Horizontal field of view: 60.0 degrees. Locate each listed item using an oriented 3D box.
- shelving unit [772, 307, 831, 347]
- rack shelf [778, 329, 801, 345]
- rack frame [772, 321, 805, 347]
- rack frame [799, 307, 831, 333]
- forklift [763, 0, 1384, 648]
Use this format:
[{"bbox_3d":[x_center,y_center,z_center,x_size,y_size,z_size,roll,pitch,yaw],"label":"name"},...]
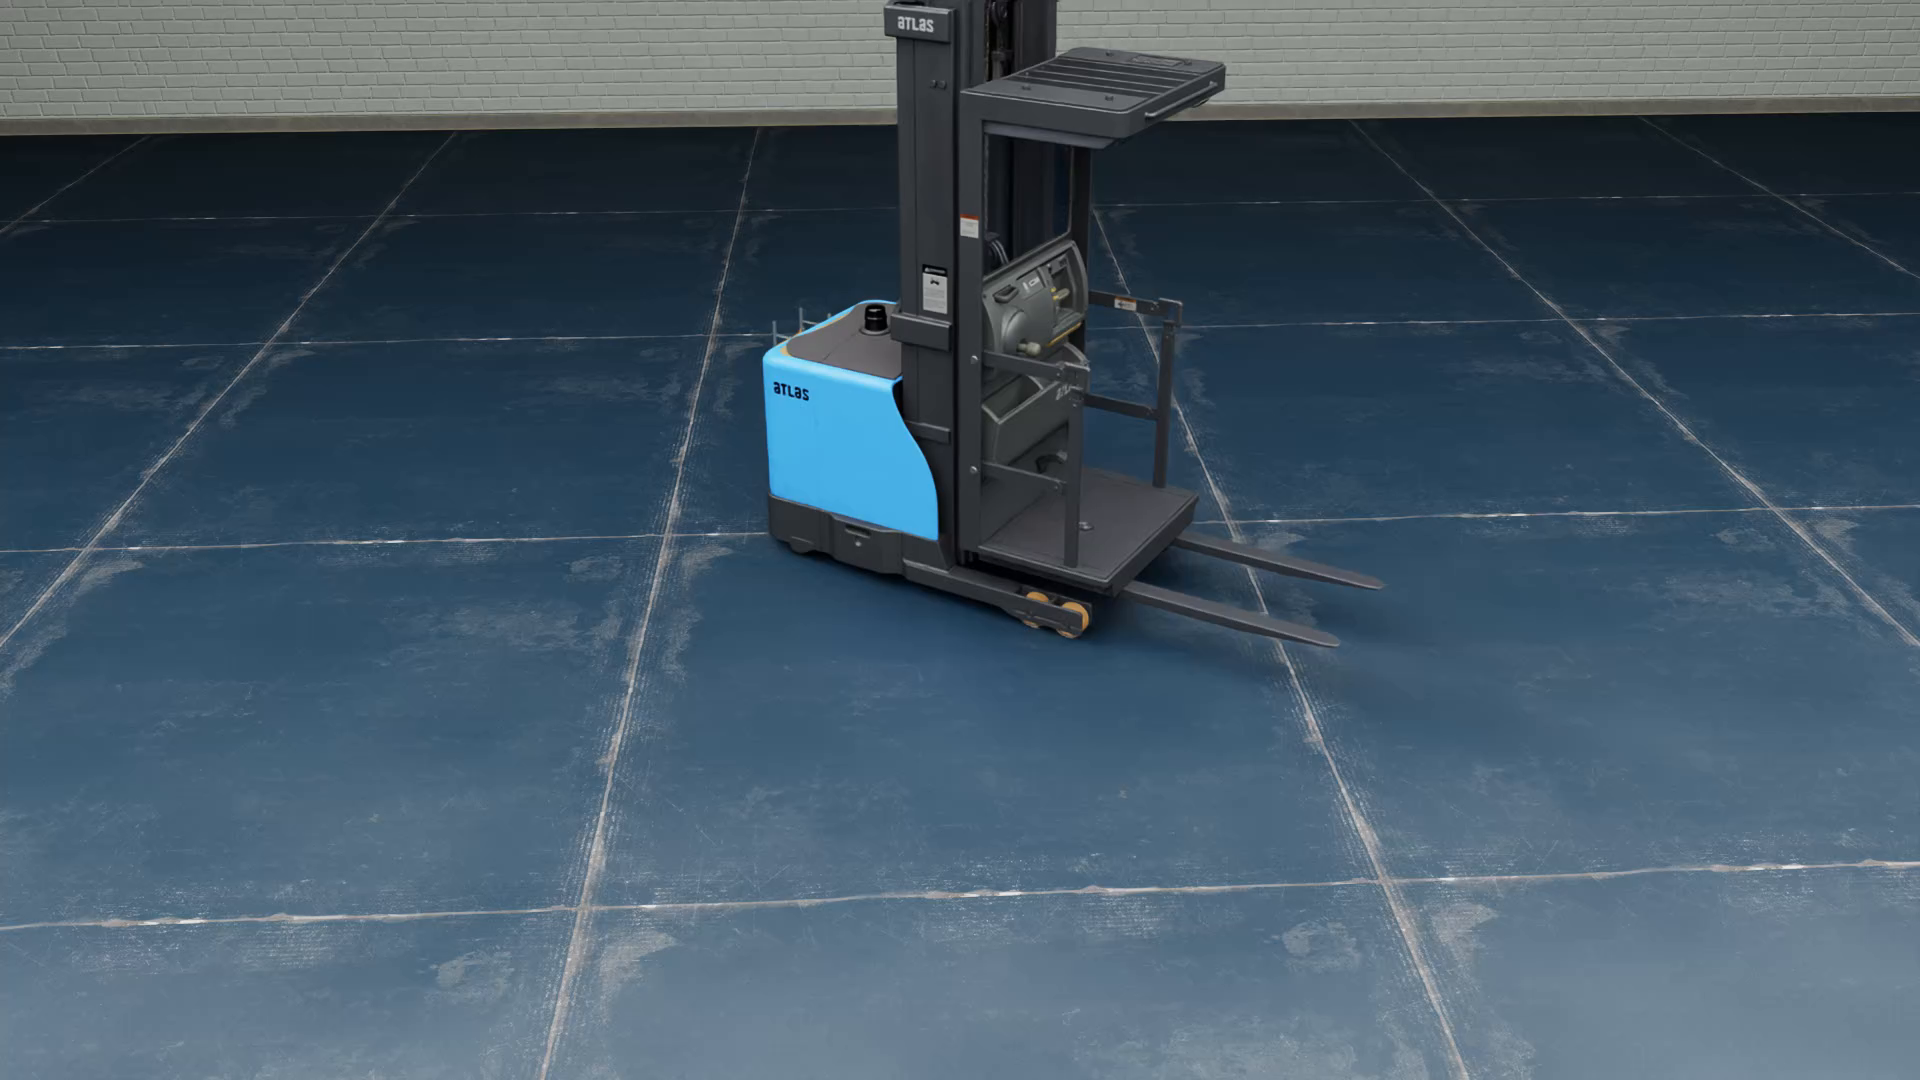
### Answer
[{"bbox_3d":[-0.828,-0.701,8.958,0.215,1.050,0.252,15,31,26],"label":"shelving unit"},{"bbox_3d":[-0.828,-0.943,8.832,0.215,0.259,0.240,15,31,26],"label":"rack shelf"},{"bbox_3d":[-0.889,-0.652,8.864,0.200,1.050,0.008,15,31,26],"label":"rack frame"},{"bbox_3d":[-0.768,-0.750,9.052,0.200,1.050,0.008,15,31,26],"label":"rack frame"},{"bbox_3d":[0.537,-1.117,7.723,3.031,2.935,1.130,15,31,27],"label":"forklift"}]
